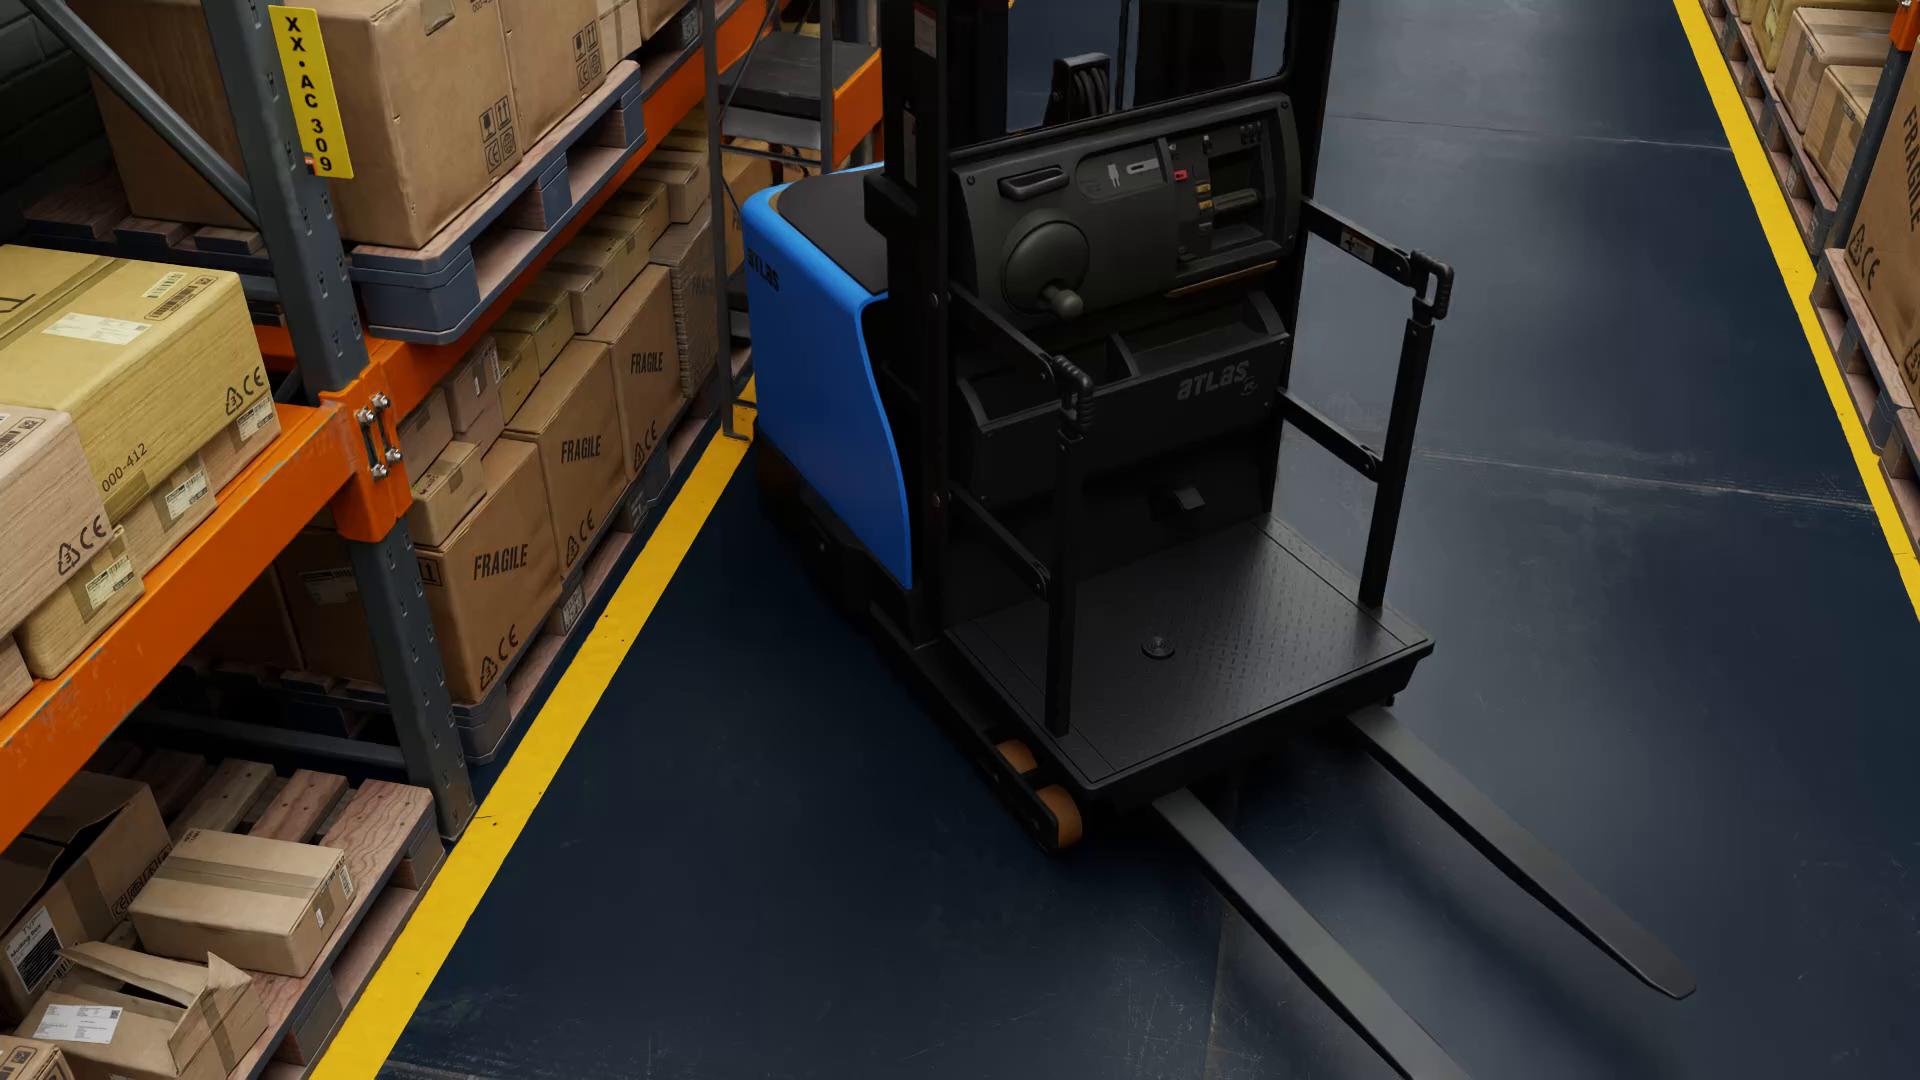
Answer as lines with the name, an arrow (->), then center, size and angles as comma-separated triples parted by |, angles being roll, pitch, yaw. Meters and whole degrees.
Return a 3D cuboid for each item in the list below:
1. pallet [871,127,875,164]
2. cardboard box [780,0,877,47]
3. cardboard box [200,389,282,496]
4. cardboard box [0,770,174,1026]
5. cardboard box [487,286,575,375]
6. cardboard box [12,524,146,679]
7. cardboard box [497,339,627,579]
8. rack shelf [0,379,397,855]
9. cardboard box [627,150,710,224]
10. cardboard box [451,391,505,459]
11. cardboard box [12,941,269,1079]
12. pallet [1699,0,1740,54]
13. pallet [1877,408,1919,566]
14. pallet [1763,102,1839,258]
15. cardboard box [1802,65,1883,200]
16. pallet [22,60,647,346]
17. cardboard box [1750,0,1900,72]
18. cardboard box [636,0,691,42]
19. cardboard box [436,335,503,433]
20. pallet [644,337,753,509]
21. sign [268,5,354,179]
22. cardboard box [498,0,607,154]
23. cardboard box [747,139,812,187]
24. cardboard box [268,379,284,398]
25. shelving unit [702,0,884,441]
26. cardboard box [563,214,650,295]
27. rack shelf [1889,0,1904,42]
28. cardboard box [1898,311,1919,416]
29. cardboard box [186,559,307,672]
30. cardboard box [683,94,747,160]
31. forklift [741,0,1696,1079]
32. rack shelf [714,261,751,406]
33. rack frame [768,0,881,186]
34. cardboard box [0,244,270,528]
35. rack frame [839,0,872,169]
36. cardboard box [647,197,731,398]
pallet -> -0.676, -2.176, 8.073 | 1.003, 0.211, 1.213 | 7, 37, 10
cardboard box -> -0.744, -2.403, 7.675 | 0.875, 0.625, 0.625 | 8, 37, 11
cardboard box -> -1.566, -0.229, 3.224 | 0.380, 0.149, 0.250 | 8, 37, 11
cardboard box -> -2.117, 0.723, 3.630 | 0.500, 0.311, 0.500 | 9, 37, 12
cardboard box -> -1.336, -0.614, 4.760 | 0.380, 0.149, 0.250 | 7, 36, 9
cardboard box -> -1.632, 0.075, 2.804 | 0.380, 0.149, 0.250 | 8, 37, 11
cardboard box -> -1.317, -0.259, 4.823 | 0.500, 0.500, 0.500 | 7, 36, 9
rack shelf -> -2.172, 0.893, 2.075 | 1.077, 0.370, 4.000 | 7, 37, 10
cardboard box -> -1.059, -1.187, 5.552 | 0.380, 0.149, 0.250 | 6, 36, 8
cardboard box -> -1.425, -0.306, 4.336 | 0.380, 0.149, 0.250 | 6, 36, 9
cardboard box -> -1.653, 0.953, 3.351 | 0.396, 0.266, 0.258 | 9, 37, 12
pallet -> 4.649, -2.936, 9.121 | 1.003, 0.211, 1.213 | 7, 37, 10
pallet -> 3.455, 0.051, 5.000 | 1.003, 0.211, 1.213 | 7, 37, 10
pallet -> 4.128, -1.537, 7.191 | 1.003, 0.211, 1.213 | 7, 37, 10
cardboard box -> 4.090, -1.647, 6.848 | 0.950, 0.372, 0.625 | 5, 36, 7
pallet -> -1.467, -0.912, 4.116 | 1.003, 0.211, 1.213 | 7, 37, 10
cardboard box -> 4.407, -2.505, 8.032 | 0.950, 0.372, 0.625 | 8, 37, 12
cardboard box -> -1.145, -1.752, 4.668 | 0.700, 0.500, 0.500 | 7, 37, 10
cardboard box -> -1.399, -0.413, 4.230 | 0.380, 0.149, 0.250 | 6, 36, 8
pallet -> -1.349, -0.589, 5.882 | 1.003, 0.211, 1.213 | 7, 37, 10
sign -> -1.213, -0.832, 3.104 | 0.100, 0.325, 0.005 | 7, 37, 10
cardboard box -> -1.312, -1.302, 4.047 | 0.700, 0.500, 0.500 | 8, 37, 10
cardboard box -> -0.888, -1.441, 6.455 | 0.500, 0.500, 0.500 | 7, 36, 9
cardboard box -> -1.897, -0.364, 4.416 | 0.380, 0.149, 0.250 | 7, 37, 10
shelving unit -> -0.502, -1.297, 5.233 | 0.431, 2.100, 0.503 | 13, 38, 12
cardboard box -> -1.190, -0.894, 5.147 | 0.380, 0.149, 0.250 | 9, 37, 12
rack shelf -> 4.387, -3.074, 7.548 | 1.077, 0.370, 4.000 | 7, 37, 10
cardboard box -> 3.536, -0.632, 5.018 | 0.875, 0.875, 0.875 | 8, 37, 11
cardboard box -> -1.929, -0.022, 4.496 | 0.500, 0.500, 0.500 | 7, 37, 10
cardboard box -> -0.976, -1.493, 5.973 | 0.380, 0.149, 0.250 | 8, 37, 11
forklift -> 0.525, -0.718, 3.743 | 1.130, 2.935, 3.031 | -19, 40, -24
rack shelf -> -0.534, -0.725, 5.659 | 0.431, 0.518, 0.480 | 13, 38, 12
rack frame -> -0.429, -1.433, 5.421 | 0.400, 2.100, 0.015 | 13, 38, 12
cardboard box -> -1.615, -0.282, 2.958 | 0.500, 0.250, 0.500 | 8, 37, 11
rack frame -> -0.890, -2.838, 6.610 | 1.000, 3.000, 0.127 | 7, 37, 10
cardboard box -> -1.090, -0.841, 5.626 | 0.500, 0.500, 0.500 | 6, 36, 8
